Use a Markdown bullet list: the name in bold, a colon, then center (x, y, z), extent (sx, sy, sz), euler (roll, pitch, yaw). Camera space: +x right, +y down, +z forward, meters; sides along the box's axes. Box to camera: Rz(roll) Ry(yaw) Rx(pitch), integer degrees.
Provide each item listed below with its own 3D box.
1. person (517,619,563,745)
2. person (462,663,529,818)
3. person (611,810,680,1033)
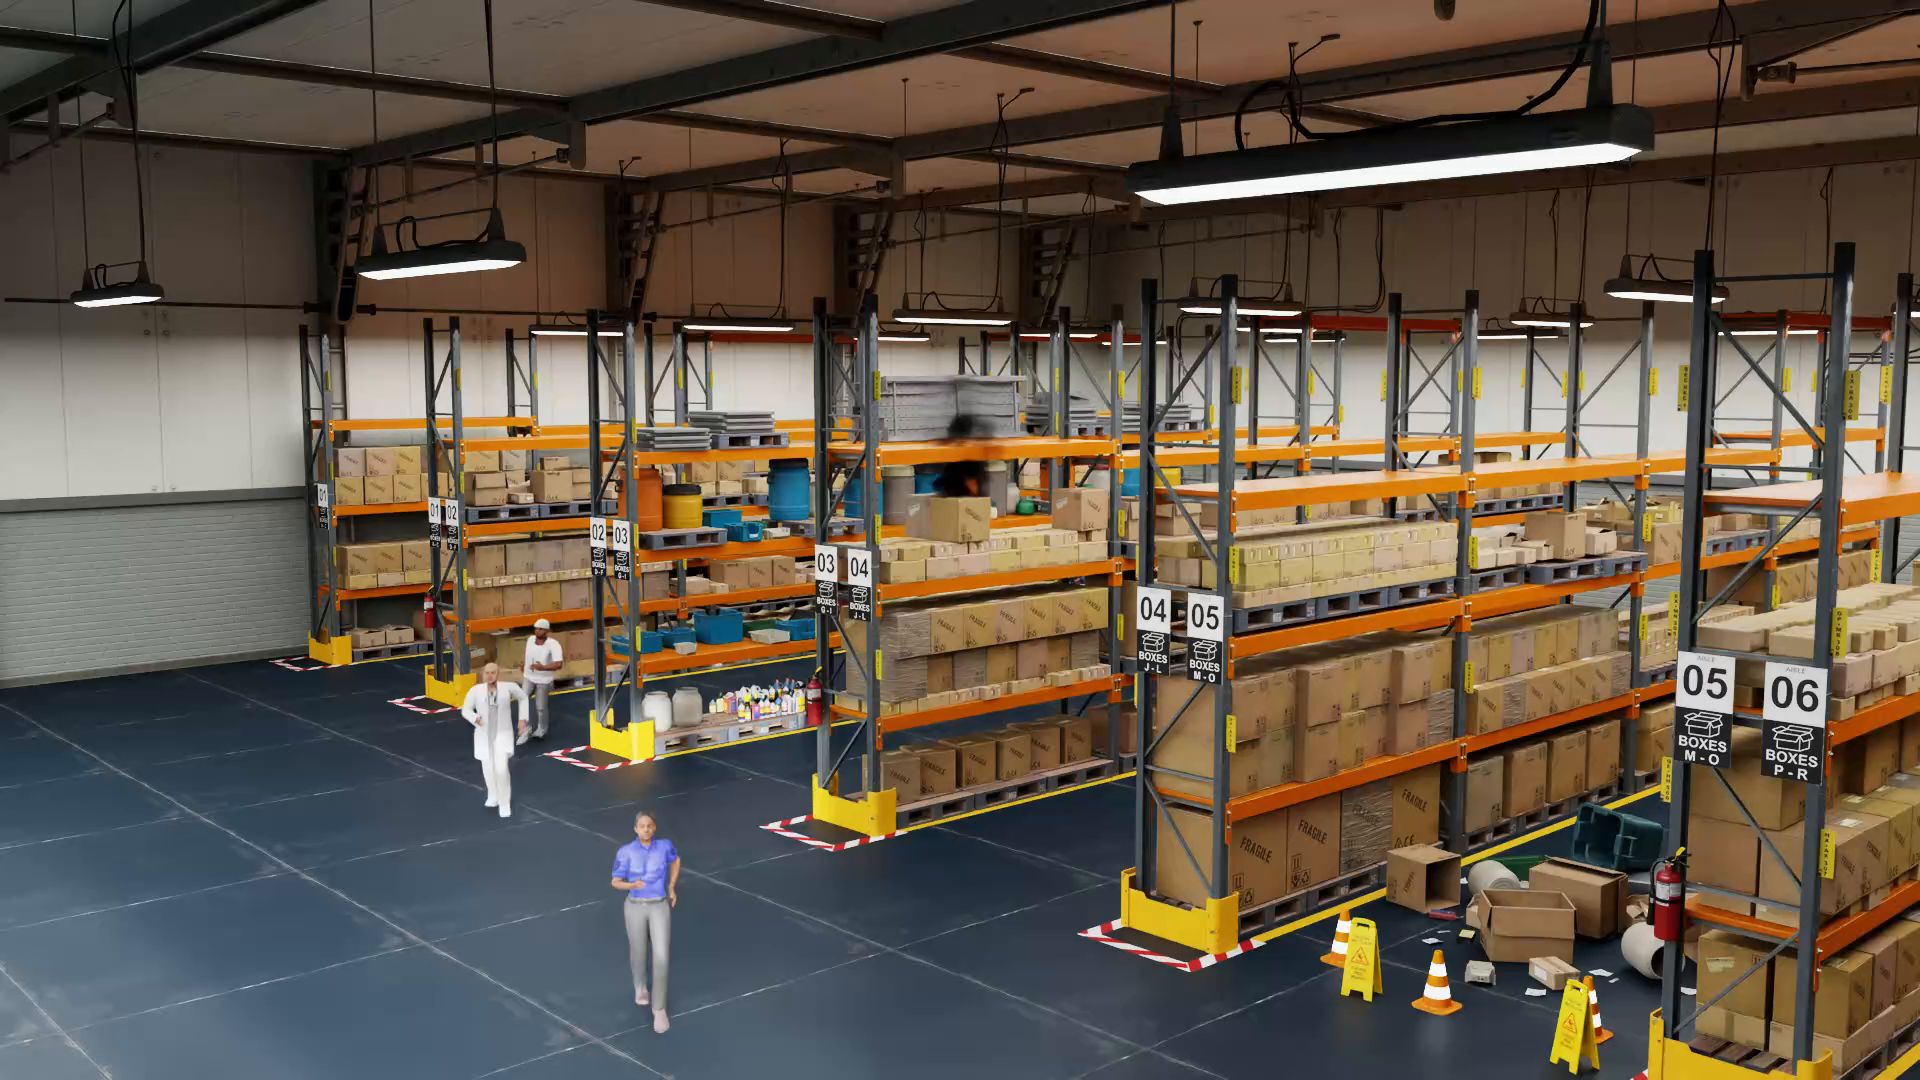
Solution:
- **person**: center (-5.818, 1.975, 23.201), extent (0.693, 1.804, 0.662), euler (1, 6, 13)
- **person**: center (-5.419, 2.348, 19.409), extent (0.740, 1.858, 0.811), euler (-1, 6, -7)
- **person**: center (-2.498, 3.000, 13.285), extent (0.560, 1.713, 0.742), euler (-1, 6, -13)
